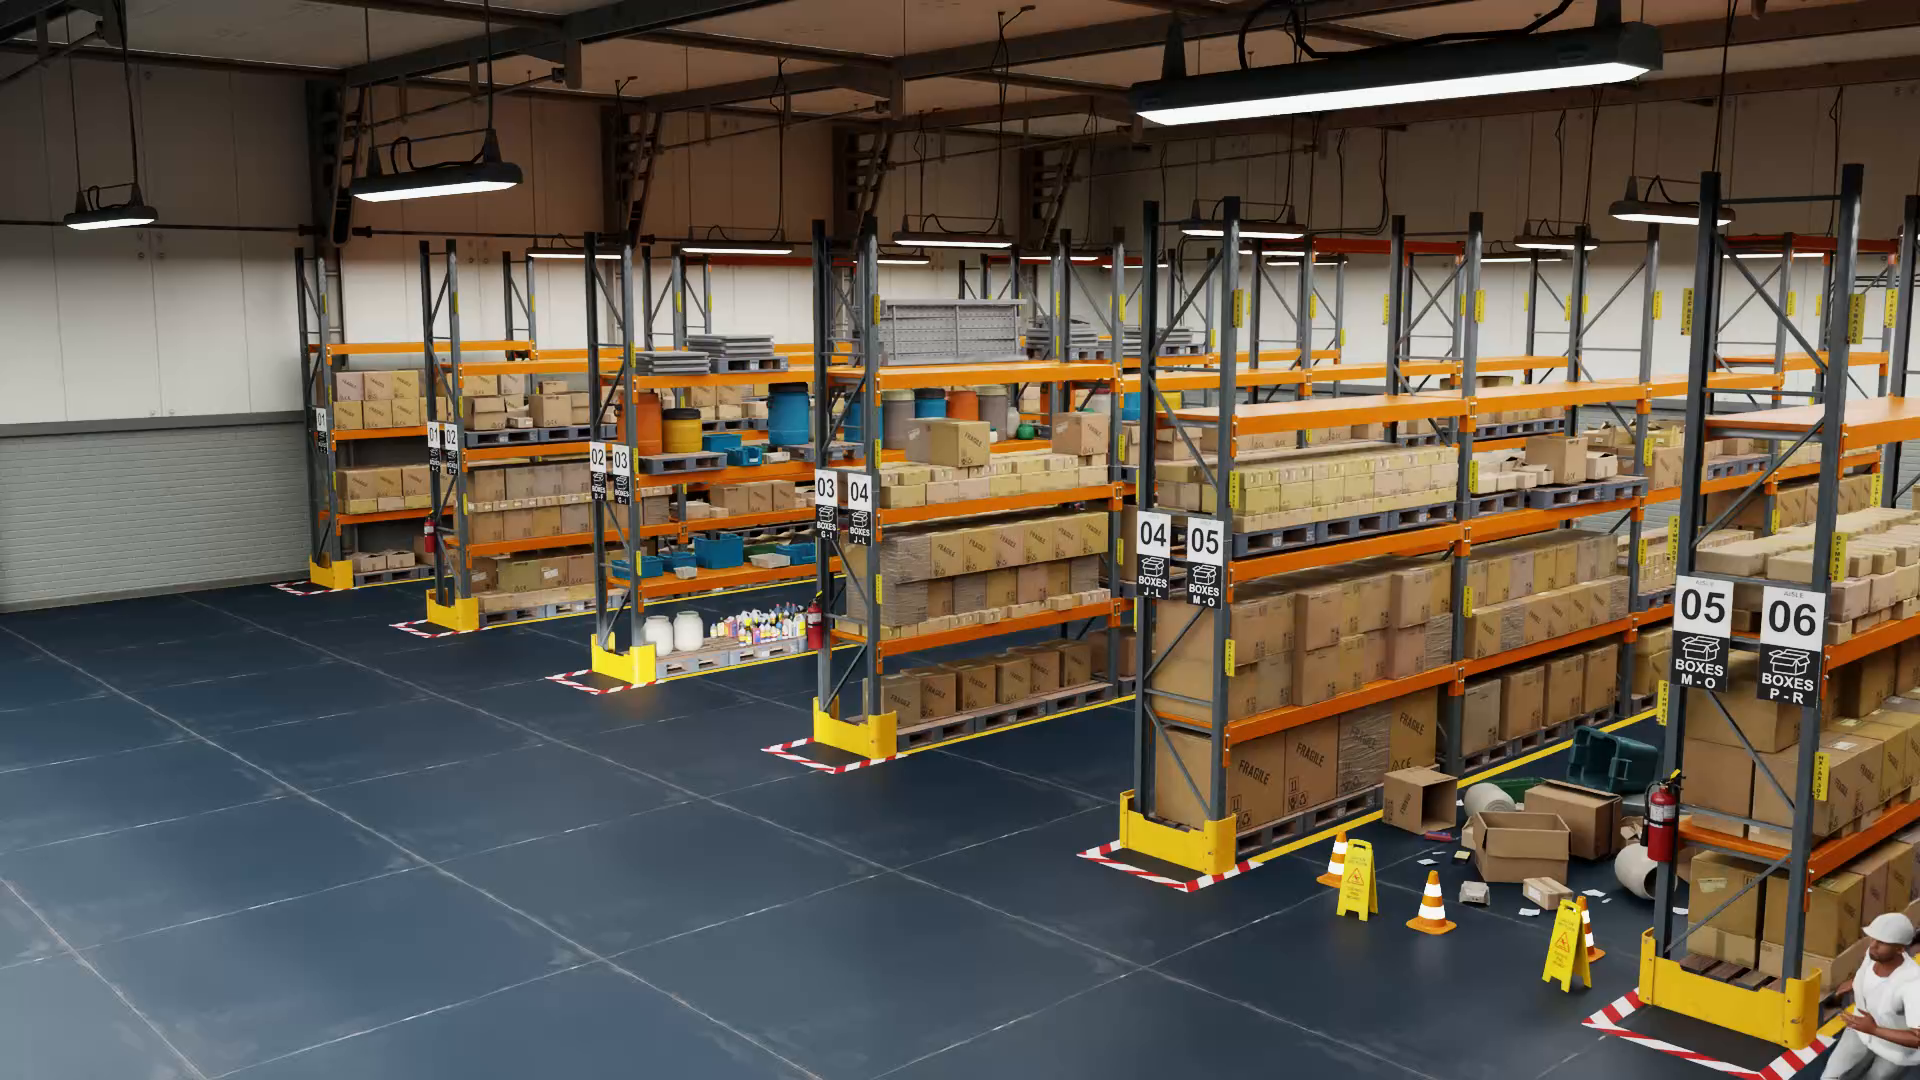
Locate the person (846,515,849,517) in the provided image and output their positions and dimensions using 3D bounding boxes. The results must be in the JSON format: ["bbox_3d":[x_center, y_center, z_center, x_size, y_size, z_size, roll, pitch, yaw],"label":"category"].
[{"bbox_3d":[-1.840,-0.159,29.045,0.525,1.715,0.774,8,11,42],"label":"person"}]

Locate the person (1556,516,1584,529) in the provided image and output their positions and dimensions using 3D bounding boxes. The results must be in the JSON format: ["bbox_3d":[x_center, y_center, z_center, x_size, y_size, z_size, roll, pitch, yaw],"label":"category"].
[{"bbox_3d":[11.258,-0.202,31.025,0.742,1.780,0.607,-1,8,-10],"label":"person"}]

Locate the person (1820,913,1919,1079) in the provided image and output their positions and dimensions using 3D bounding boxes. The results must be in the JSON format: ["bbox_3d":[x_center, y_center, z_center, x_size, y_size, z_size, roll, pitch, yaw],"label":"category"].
[{"bbox_3d":[5.324,2.914,9.683,0.725,1.661,0.823,-4,9,-27],"label":"person"}]
